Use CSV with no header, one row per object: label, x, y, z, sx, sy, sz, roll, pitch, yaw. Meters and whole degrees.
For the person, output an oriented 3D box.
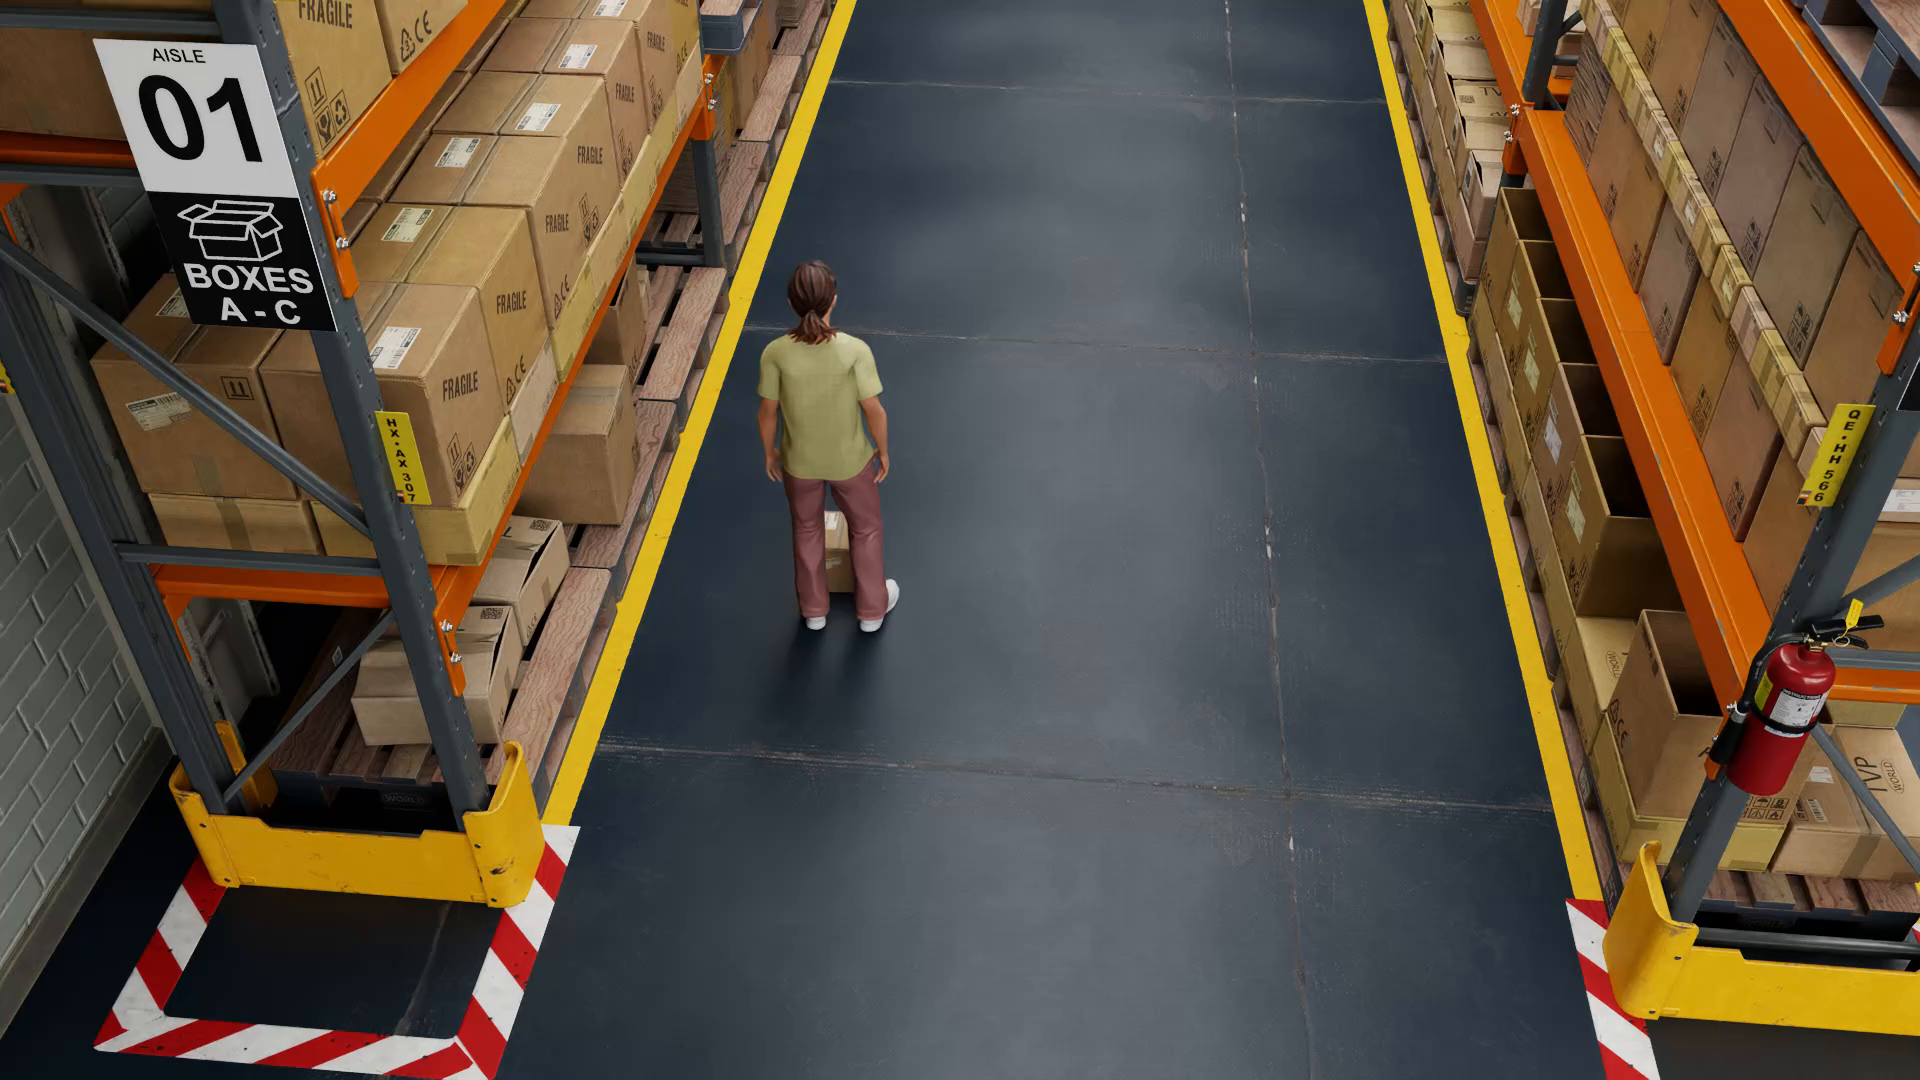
person,-0.521,-0.331,6.550,0.509,1.671,0.366,1,40,2
